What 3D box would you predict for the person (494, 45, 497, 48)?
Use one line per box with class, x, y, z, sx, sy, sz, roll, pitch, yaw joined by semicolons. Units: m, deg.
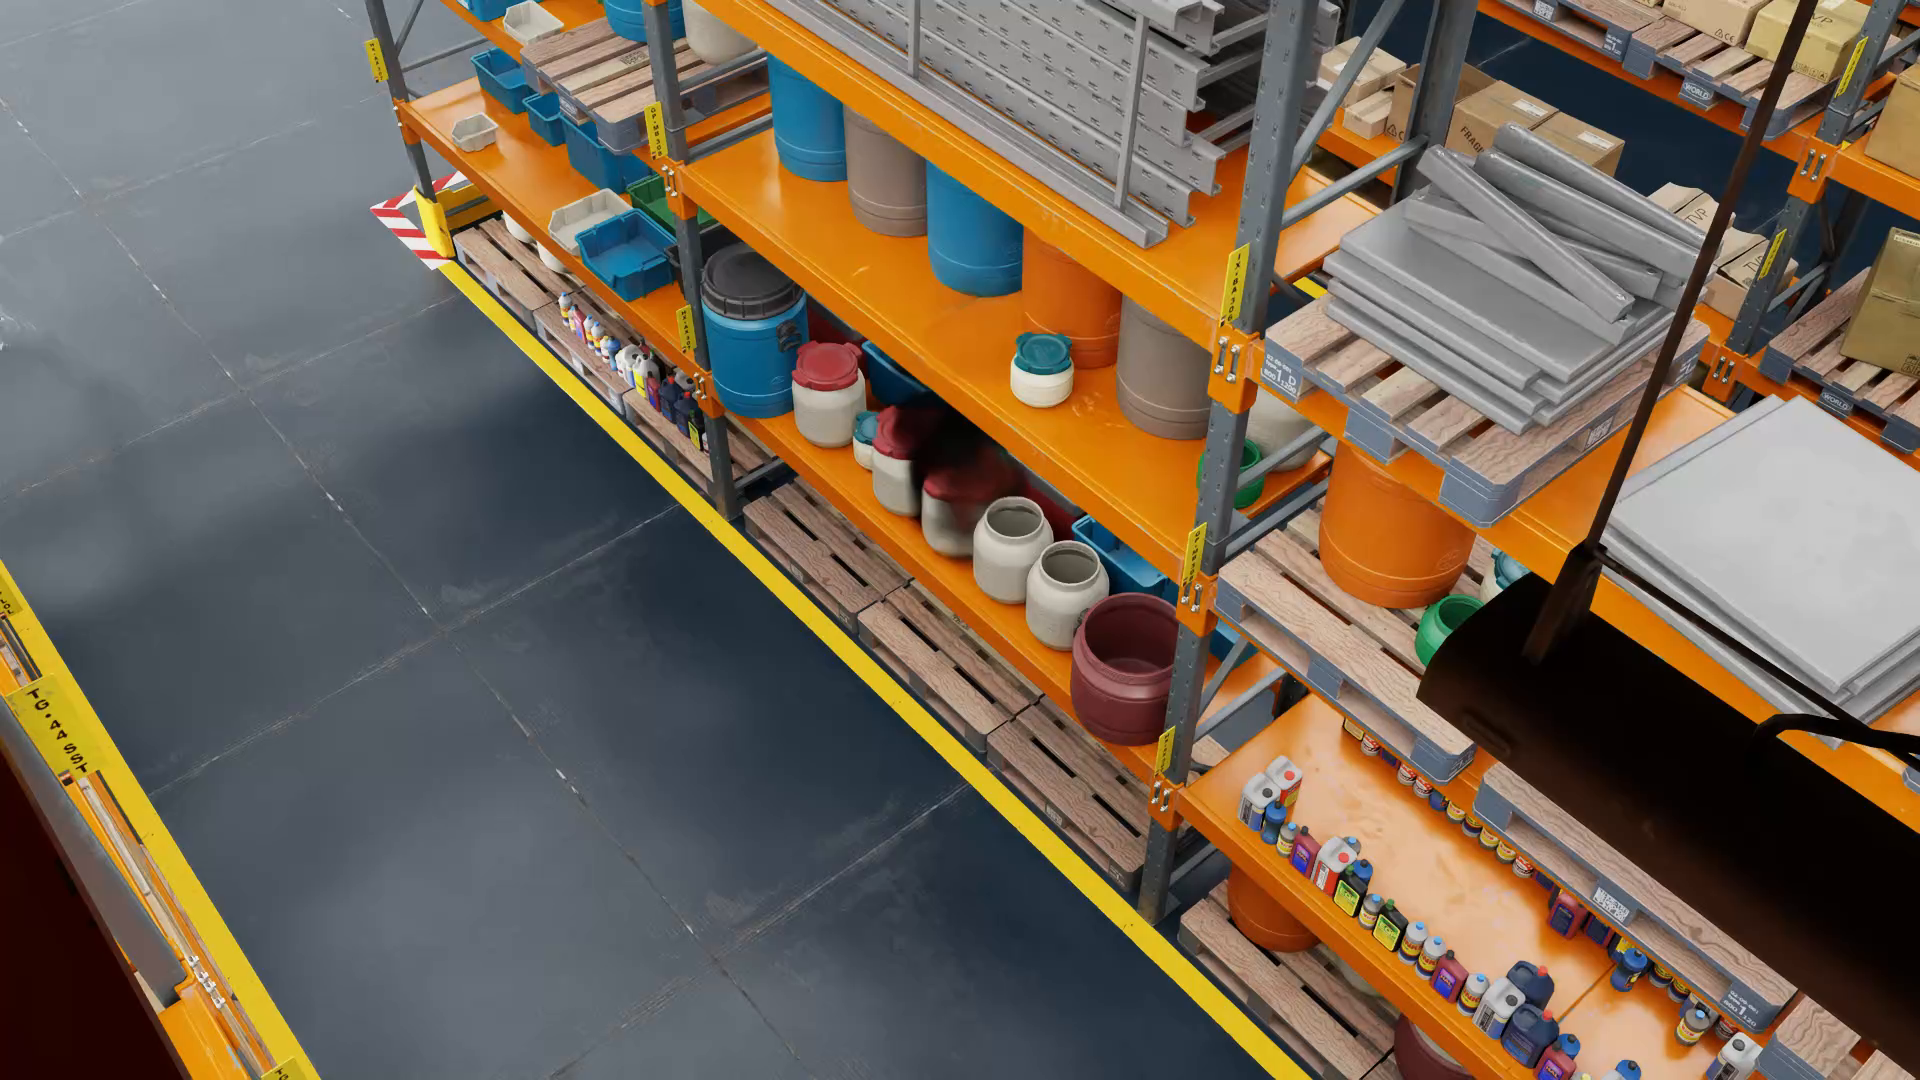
person;-3.649;-4.104;13.656;0.652;1.715;0.694;9;47;8
